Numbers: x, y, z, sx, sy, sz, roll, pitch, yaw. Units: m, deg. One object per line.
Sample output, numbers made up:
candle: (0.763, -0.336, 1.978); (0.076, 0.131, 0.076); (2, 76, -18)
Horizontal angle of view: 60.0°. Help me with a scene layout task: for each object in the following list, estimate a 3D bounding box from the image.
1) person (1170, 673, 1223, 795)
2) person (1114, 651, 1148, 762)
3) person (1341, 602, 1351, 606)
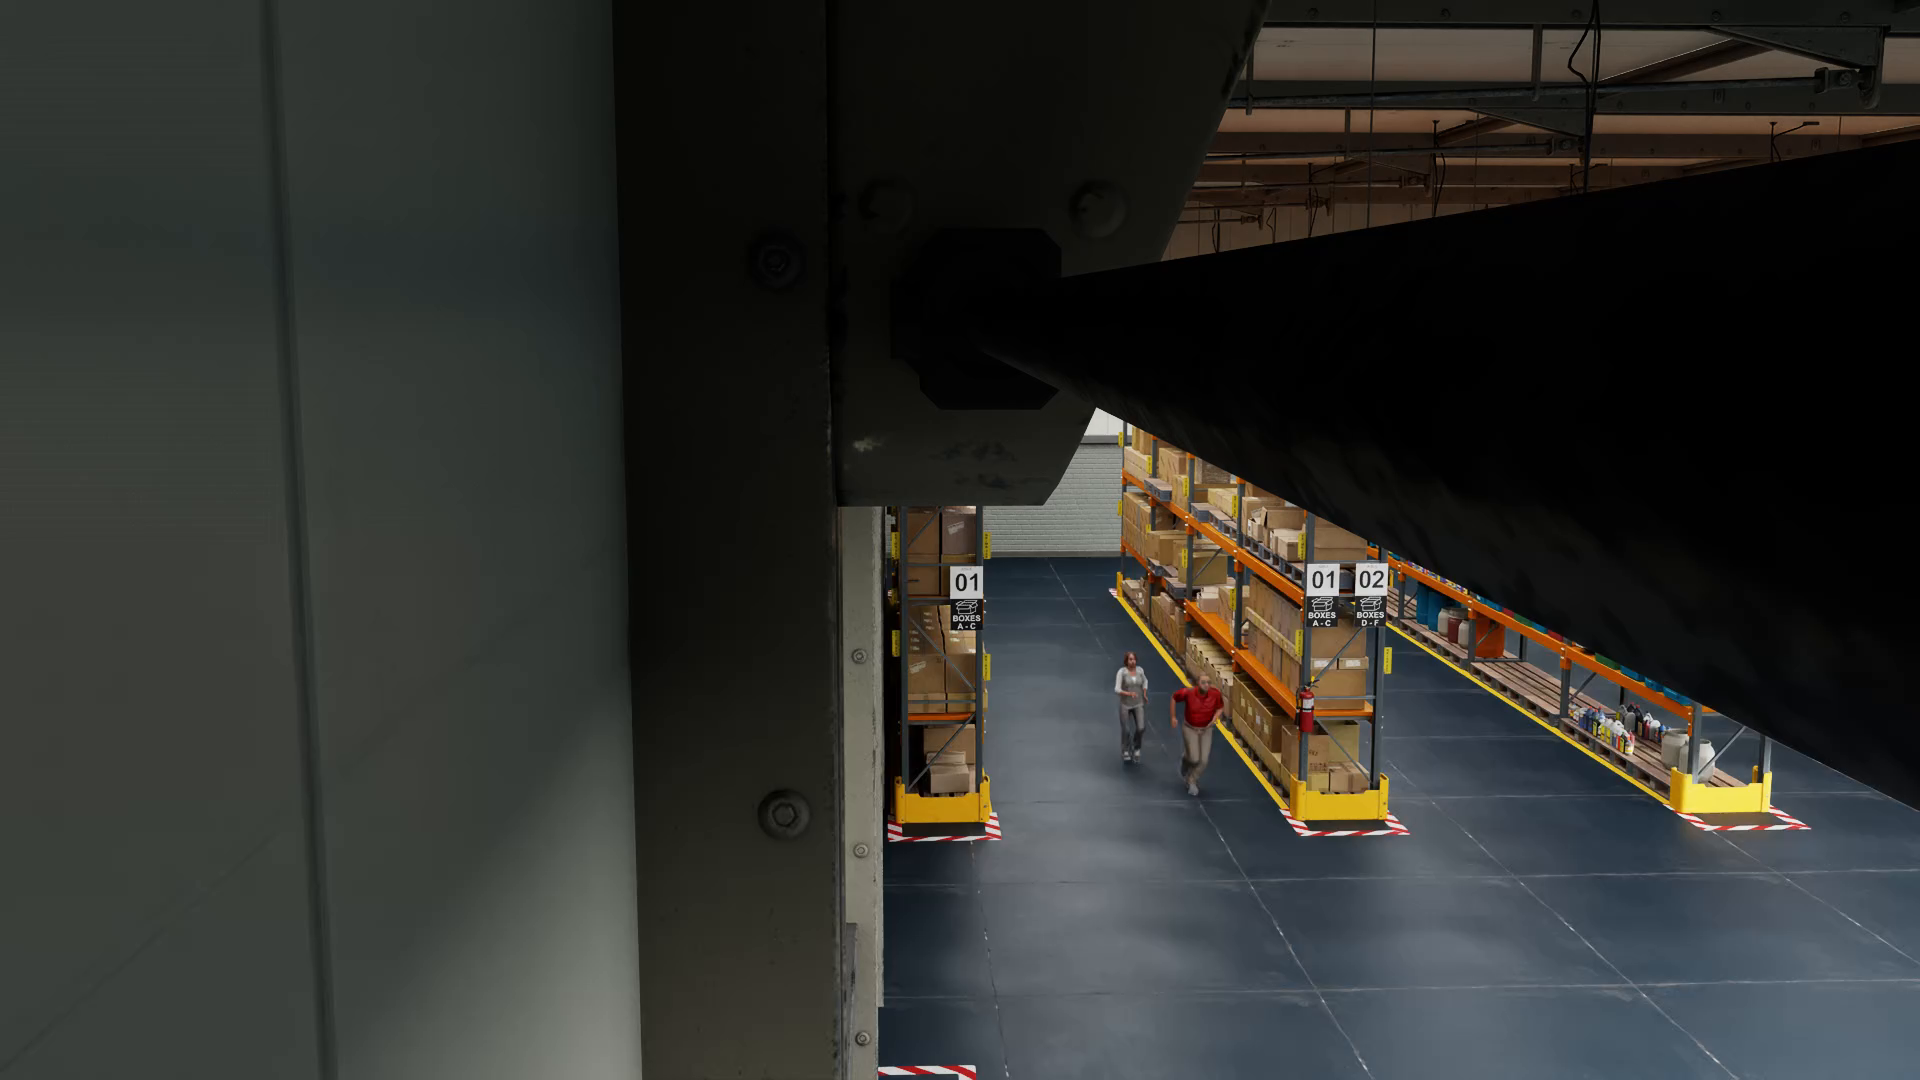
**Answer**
person: (3.091, 2.506, 21.600); (0.653, 1.654, 0.746); (-2, 8, -13)
person: (2.386, 2.313, 23.015); (0.511, 1.570, 0.636); (-1, 8, -7)
person: (7.002, 1.136, 30.988); (0.714, 1.730, 0.661); (0, 8, 3)
